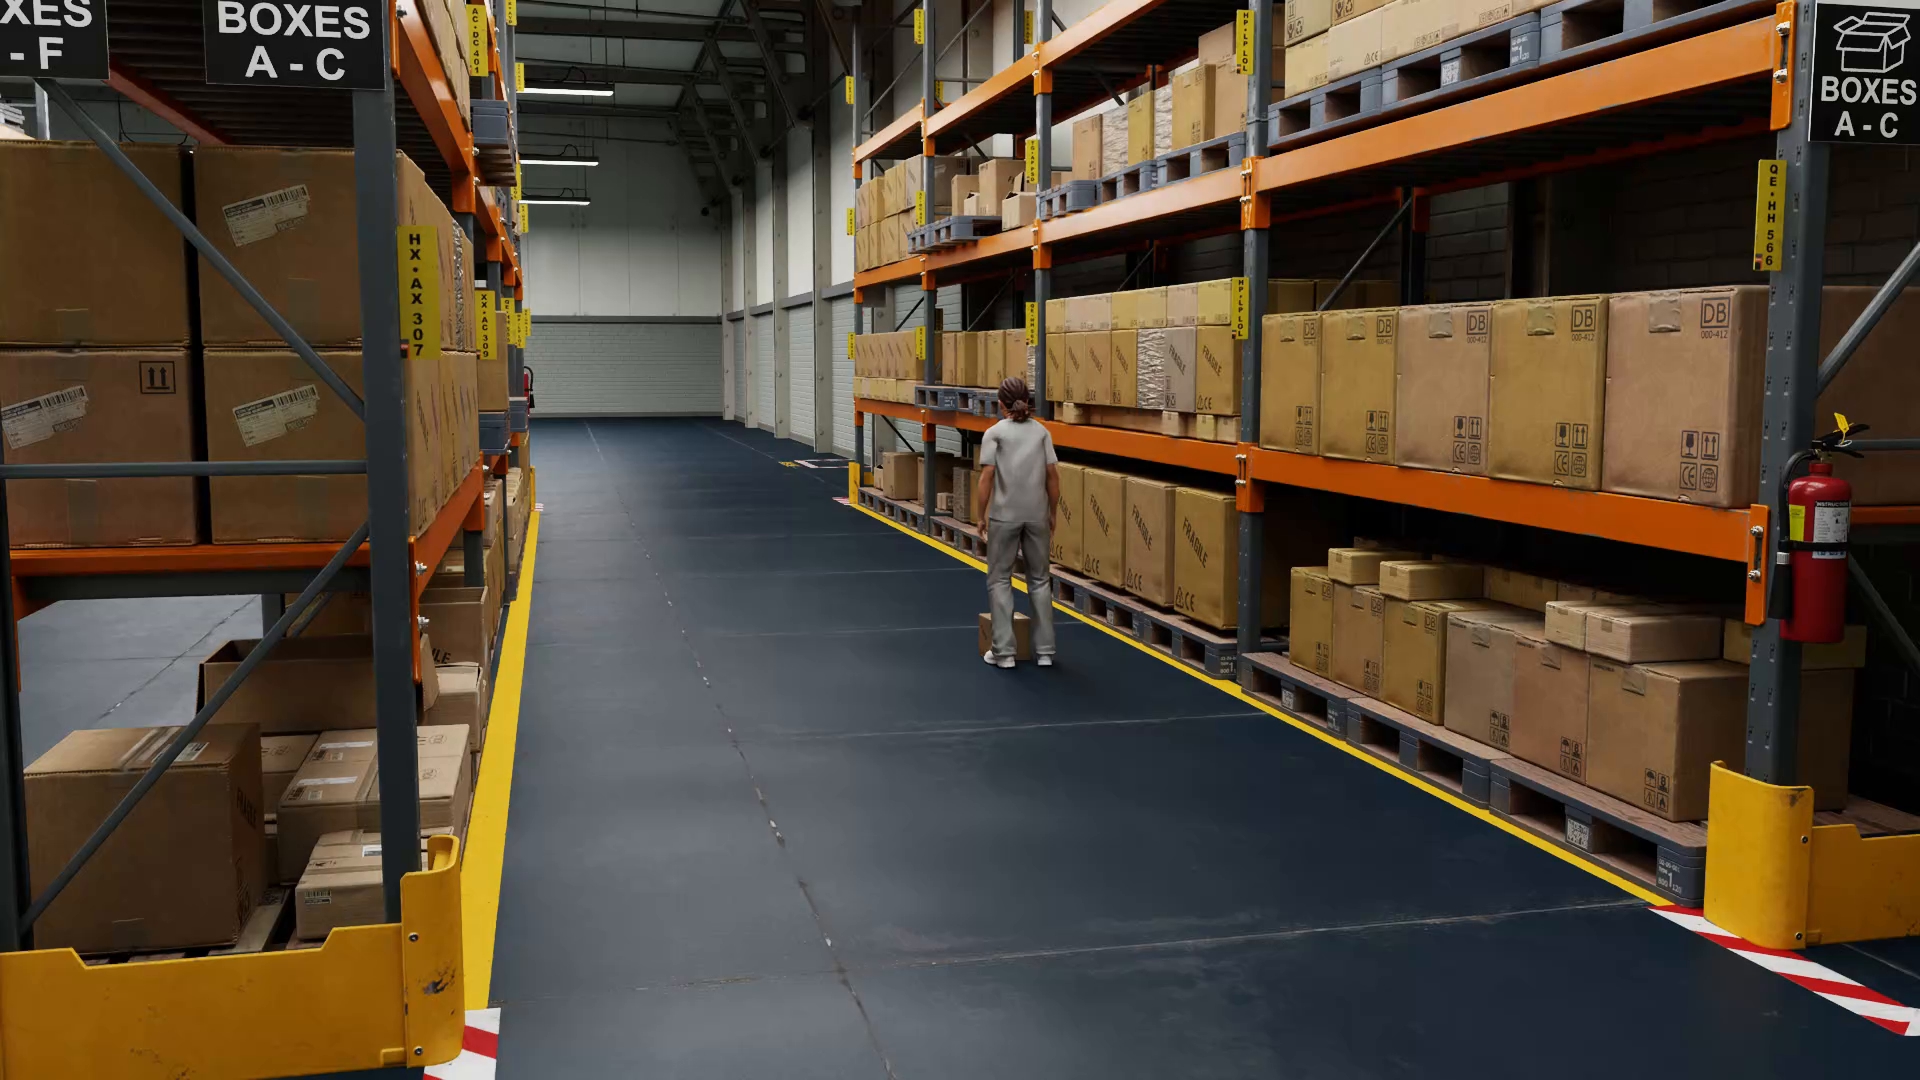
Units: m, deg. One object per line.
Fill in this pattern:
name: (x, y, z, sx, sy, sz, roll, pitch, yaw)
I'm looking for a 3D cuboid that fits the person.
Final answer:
person: (0.336, -0.105, 9.608, 0.490, 1.673, 0.353, -2, 6, -14)
